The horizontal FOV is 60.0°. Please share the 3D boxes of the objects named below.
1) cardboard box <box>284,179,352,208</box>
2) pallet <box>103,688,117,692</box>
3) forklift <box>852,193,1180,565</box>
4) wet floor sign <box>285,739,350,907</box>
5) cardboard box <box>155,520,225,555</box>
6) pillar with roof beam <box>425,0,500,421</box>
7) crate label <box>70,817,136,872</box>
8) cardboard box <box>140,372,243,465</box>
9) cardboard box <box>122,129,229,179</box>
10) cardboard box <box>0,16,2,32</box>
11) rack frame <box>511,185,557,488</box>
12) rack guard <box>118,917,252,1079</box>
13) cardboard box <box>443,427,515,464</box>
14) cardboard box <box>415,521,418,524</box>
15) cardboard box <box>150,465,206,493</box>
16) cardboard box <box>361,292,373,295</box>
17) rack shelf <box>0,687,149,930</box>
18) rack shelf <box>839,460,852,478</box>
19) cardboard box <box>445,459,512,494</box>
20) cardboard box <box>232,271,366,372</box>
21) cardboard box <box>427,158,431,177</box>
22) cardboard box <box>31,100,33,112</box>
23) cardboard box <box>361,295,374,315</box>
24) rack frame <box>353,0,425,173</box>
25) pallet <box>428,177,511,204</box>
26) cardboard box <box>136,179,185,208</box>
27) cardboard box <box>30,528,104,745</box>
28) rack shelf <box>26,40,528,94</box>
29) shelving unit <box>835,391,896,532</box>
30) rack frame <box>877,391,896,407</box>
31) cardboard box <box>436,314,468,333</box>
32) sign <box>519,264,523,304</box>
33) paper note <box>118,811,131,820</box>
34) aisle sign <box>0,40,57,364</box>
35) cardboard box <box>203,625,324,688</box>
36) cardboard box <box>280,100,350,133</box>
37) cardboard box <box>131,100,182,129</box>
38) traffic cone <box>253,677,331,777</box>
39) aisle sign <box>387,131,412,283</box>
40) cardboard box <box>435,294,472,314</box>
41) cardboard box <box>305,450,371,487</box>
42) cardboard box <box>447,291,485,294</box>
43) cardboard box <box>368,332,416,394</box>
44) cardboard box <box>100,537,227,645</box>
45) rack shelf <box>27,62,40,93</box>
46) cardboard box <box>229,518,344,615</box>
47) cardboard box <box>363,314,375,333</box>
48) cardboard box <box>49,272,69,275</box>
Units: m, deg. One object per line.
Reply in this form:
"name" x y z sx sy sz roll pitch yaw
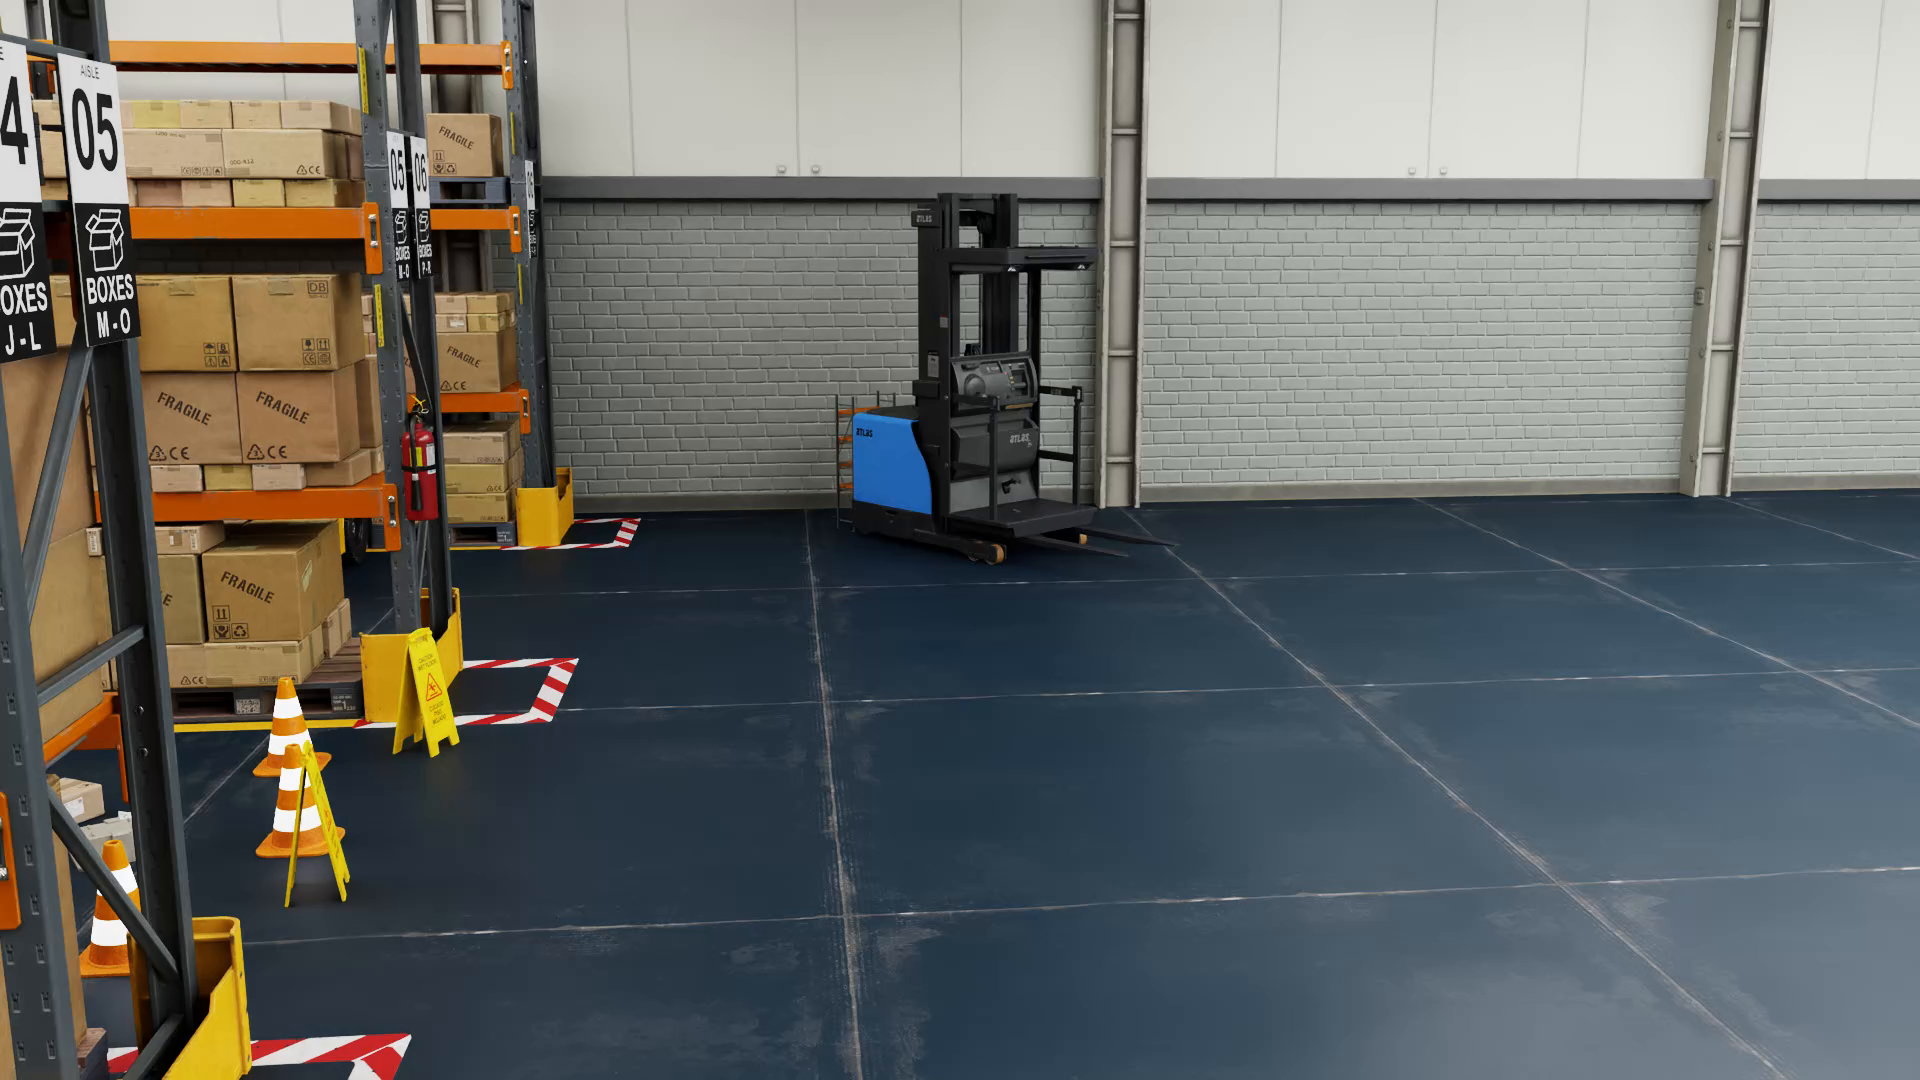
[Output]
"cardboard box" -3.446 -1.861 8.936 0.250 0.149 0.380 -1 11 -6
"pallet" -5.218 0.831 9.595 1.213 0.211 1.003 -1 11 -6
"forklift" 0.437 -1.351 13.640 1.130 2.935 3.031 -11 15 -43
"wet floor sign" -2.671 1.148 6.855 0.232 0.644 0.267 -3 12 -16
"cardboard box" -4.247 -0.030 9.158 0.250 0.149 0.380 -1 11 -4
"pillar with roof beam" -3.985 -3.802 10.380 0.400 9.000 9.100 -1 11 -6
"crate label" -3.726 1.321 7.293 0.298 0.136 0.250 -8 14 -35
"cardboard box" -4.129 -0.695 9.098 0.500 0.500 0.500 -1 11 -6
"cardboard box" -4.103 -2.048 8.852 0.500 0.250 0.500 -1 11 -7
"cardboard box" -2.994 -1.465 4.539 0.500 0.250 0.500 -1 11 -6
"rack frame" -3.661 -1.526 14.353 0.127 3.000 1.000 -1 11 -6
"rack guard" -2.462 1.599 4.937 0.348 0.500 1.175 -1 11 -6
"cardboard box" -4.085 -0.804 14.128 0.500 0.250 0.500 -1 11 -4
"cardboard box" -4.589 -0.304 14.176 0.500 0.250 0.500 -1 11 -6
"cardboard box" -4.219 -0.363 9.089 0.250 0.149 0.380 -1 11 -5
"cardboard box" -5.049 -2.053 14.324 0.250 0.149 0.380 -1 11 -4
"rack shelf" -4.474 0.768 4.551 4.000 0.370 1.077 -1 11 -6
"rack shelf" -0.838 -0.644 14.881 0.480 0.148 0.258 -11 15 -43
"cardboard box" -4.111 -0.558 14.173 0.500 0.250 0.500 -1 11 -7
"cardboard box" -3.605 -1.207 9.110 0.500 0.500 0.700 -1 11 -7
"cardboard box" -4.452 -3.054 13.654 0.250 0.149 0.380 -2 11 -8
"cardboard box" -4.946 -2.212 8.650 0.250 0.149 0.380 -1 11 -5
"cardboard box" -4.996 -1.952 13.808 0.250 0.149 0.380 -1 11 -5
"rack frame" -3.121 -3.518 8.933 0.127 3.000 1.000 -1 11 -6
"pallet" -4.367 -2.944 14.023 1.213 0.211 1.003 -1 11 -6
"cardboard box" -4.216 -1.858 8.921 0.250 0.149 0.380 -1 11 -6
"cardboard box" -2.850 0.316 4.596 0.550 0.550 0.875 -1 11 -6
"rack shelf" -5.649 -3.879 13.670 4.000 0.370 1.077 -1 11 -6
"shelving unit" -0.838 -0.710 14.868 0.503 1.200 0.258 -11 15 -43
"rack frame" -0.664 -0.743 15.036 0.015 1.200 0.240 -11 15 -43
"cardboard box" -4.226 -1.821 13.915 0.250 0.149 0.380 -1 11 -5
"sign" -3.616 -2.106 13.688 0.005 0.325 0.100 -1 11 -6
"paper note" -3.846 1.284 7.756 0.142 0.019 0.148 -5 12 -26
"aisle sign" -2.383 -0.846 4.158 0.004 0.787 0.394 -1 11 -6
"cardboard box" -3.920 0.638 9.386 0.500 0.250 0.500 -1 11 -6
"cardboard box" -3.425 -2.250 8.846 0.250 0.149 0.380 -1 11 -6
"cardboard box" -4.195 -2.248 8.834 0.250 0.149 0.380 -1 11 -6
"traffic cone" -3.409 0.927 8.452 0.334 0.463 0.336 -1 11 -6
"aisle sign" -3.028 -1.795 8.984 0.004 0.787 0.394 -1 11 -6
"cardboard box" -4.236 -1.980 13.952 0.250 0.149 0.380 -1 11 -6
"cardboard box" -3.470 -0.402 9.287 0.250 0.149 0.380 -1 11 -4
"cardboard box" -4.289 -2.080 14.458 0.250 0.149 0.380 -1 11 -4
"cardboard box" -4.639 -1.505 13.989 0.500 0.500 0.500 -1 11 -4
"cardboard box" -4.408 0.279 9.266 0.500 0.500 0.500 -1 11 -4
"rack shelf" -9.626 -3.795 13.247 4.000 0.370 1.077 -1 11 -6
"cardboard box" -3.976 0.166 9.845 0.500 0.500 0.500 -2 11 -8
"cardboard box" -4.999 -1.810 13.857 0.250 0.149 0.380 -2 11 -8
"cardboard box" -5.116 -1.184 8.991 0.500 0.500 0.700 -1 11 -6
